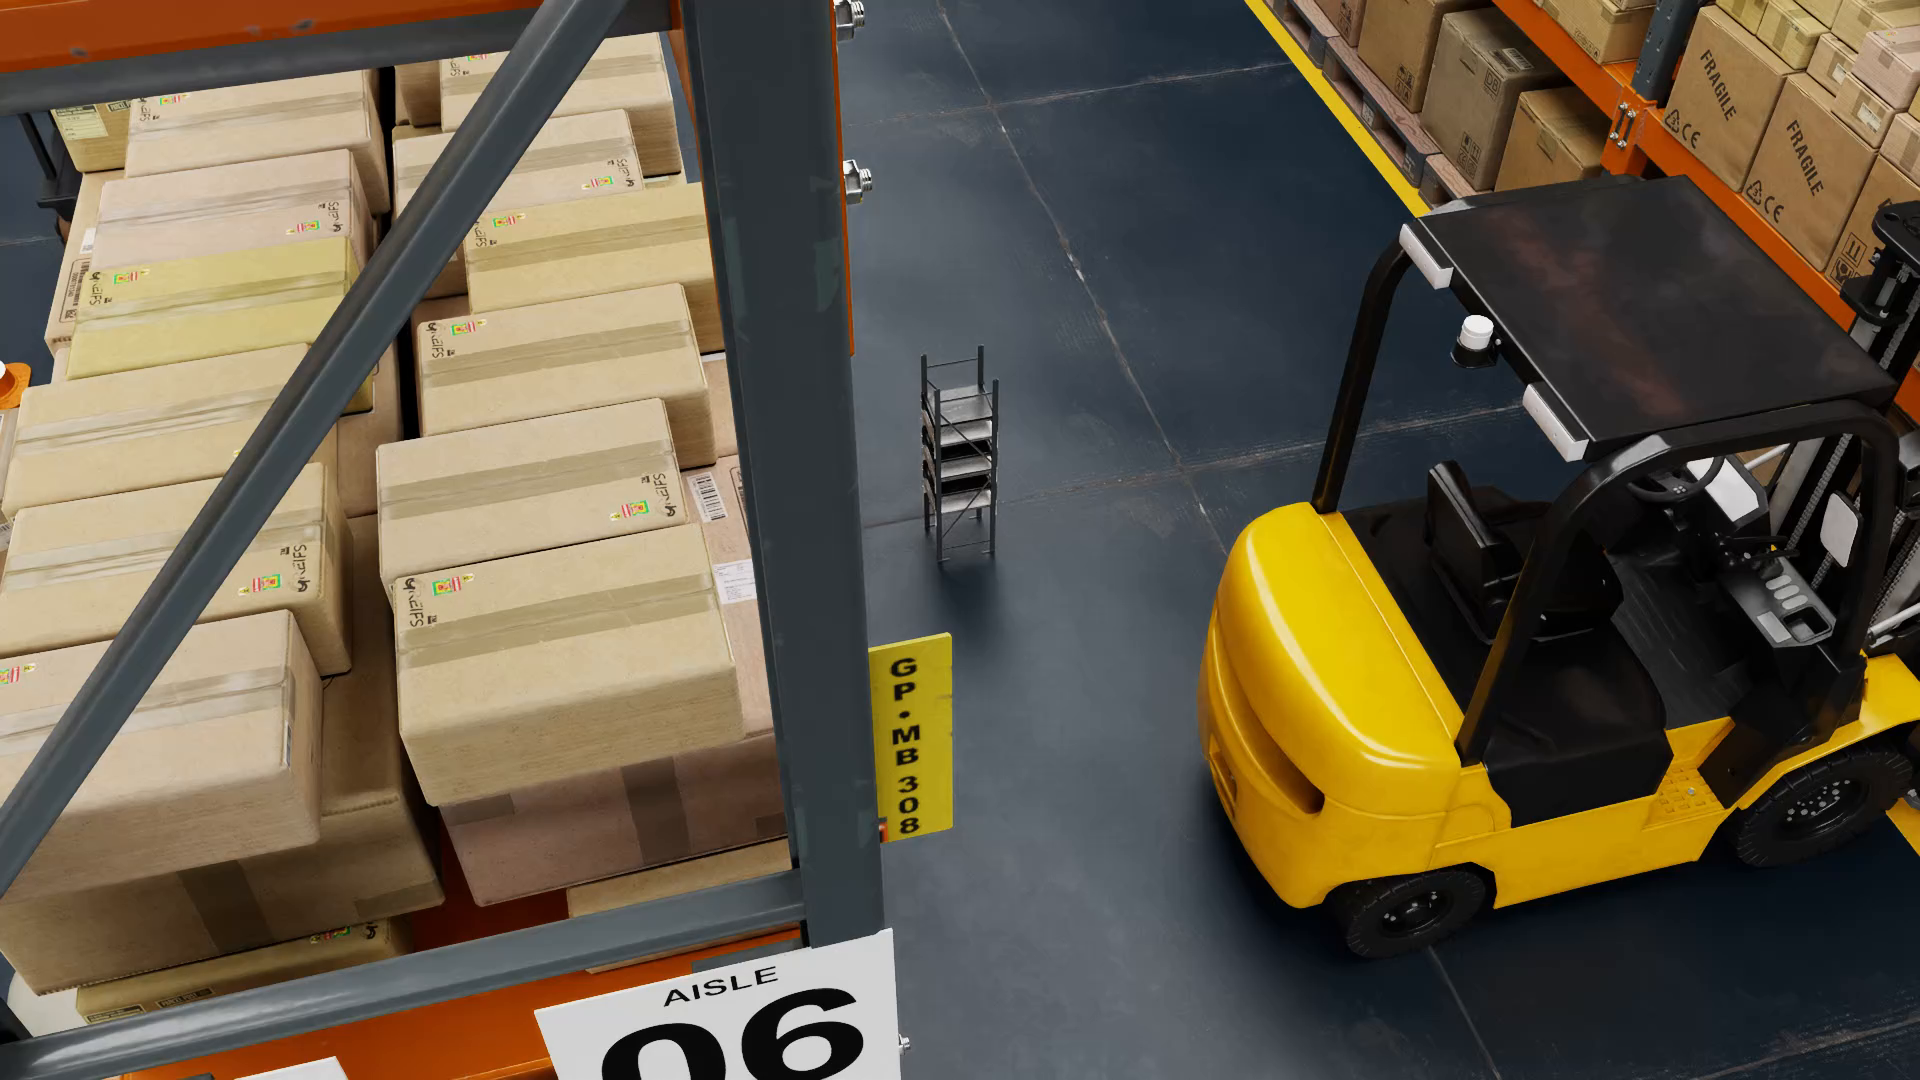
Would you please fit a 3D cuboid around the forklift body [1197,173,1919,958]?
[{"bbox_3d":[1.967,0.081,5.165,2.313,2.155,1.214,-11,47,-10],"label":"forklift body"}]

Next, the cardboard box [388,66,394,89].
[{"bbox_3d":[-1.501,-1.137,3.561,0.500,0.250,0.500,-10,46,-10],"label":"cardboard box"}]

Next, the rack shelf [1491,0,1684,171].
[{"bbox_3d":[2.680,-3.131,8.222,1.077,0.370,4.000,-11,47,-10],"label":"rack shelf"}]

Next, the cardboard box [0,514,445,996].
[{"bbox_3d":[-0.973,0.264,2.188,0.500,0.250,0.500,-11,47,-11],"label":"cardboard box"}]

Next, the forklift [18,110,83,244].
[{"bbox_3d":[-3.928,-2.783,7.425,1.130,2.935,3.031,-10,46,-10],"label":"forklift"}]

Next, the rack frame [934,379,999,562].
[{"bbox_3d":[0.024,-0.250,6.365,0.240,0.900,0.006,-11,47,-10],"label":"rack frame"}]

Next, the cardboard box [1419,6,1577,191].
[{"bbox_3d":[2.856,-2.214,8.188,0.875,0.625,0.625,-11,47,-11],"label":"cardboard box"}]

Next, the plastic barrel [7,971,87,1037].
[{"bbox_3d":[-2.574,1.422,5.060,0.512,0.421,0.421,19,48,17],"label":"plastic barrel"}]

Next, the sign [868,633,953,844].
[{"bbox_3d":[-0.057,0.214,1.728,0.100,0.325,0.005,-11,47,-10],"label":"sign"}]

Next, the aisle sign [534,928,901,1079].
[{"bbox_3d":[-0.266,0.746,2.099,0.394,0.787,0.004,-11,47,-10],"label":"aisle sign"}]

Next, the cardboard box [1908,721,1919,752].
[{"bbox_3d":[3.553,0.616,5.677,0.500,0.250,0.500,-10,46,-10],"label":"cardboard box"}]

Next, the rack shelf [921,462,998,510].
[{"bbox_3d":[-0.002,-0.234,6.522,0.258,0.077,0.200,-11,47,-10],"label":"rack shelf"}]

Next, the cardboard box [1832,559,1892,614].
[{"bbox_3d":[3.394,0.074,5.858,0.500,0.250,0.500,-11,47,-10],"label":"cardboard box"}]

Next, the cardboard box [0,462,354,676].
[{"bbox_3d":[-0.982,0.064,2.105,0.380,0.149,0.250,-10,46,-10],"label":"cardboard box"}]

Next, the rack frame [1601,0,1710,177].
[{"bbox_3d":[3.192,-2.002,6.612,1.000,3.000,0.127,-11,47,-10],"label":"rack frame"}]

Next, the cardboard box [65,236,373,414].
[{"bbox_3d":[-1.081,-0.294,2.455,0.380,0.149,0.250,-10,46,-10],"label":"cardboard box"}]

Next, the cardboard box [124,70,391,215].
[{"bbox_3d":[-1.178,-0.649,2.803,0.380,0.149,0.250,-12,47,-11],"label":"cardboard box"}]

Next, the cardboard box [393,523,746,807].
[{"bbox_3d":[-0.475,0.146,2.024,0.380,0.149,0.250,-11,47,-11],"label":"cardboard box"}]

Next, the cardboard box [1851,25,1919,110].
[{"bbox_3d":[3.182,-1.559,5.445,0.380,0.149,0.250,-10,46,-9],"label":"cardboard box"}]

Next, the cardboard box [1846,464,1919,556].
[{"bbox_3d":[3.399,-0.085,5.665,0.500,0.250,0.500,-12,47,-11],"label":"cardboard box"}]

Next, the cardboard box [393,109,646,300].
[{"bbox_3d":[-0.708,-0.550,2.706,0.380,0.149,0.250,-11,47,-11],"label":"cardboard box"}]

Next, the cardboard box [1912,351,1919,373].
[{"bbox_3d":[3.441,-0.626,5.193,0.500,0.500,0.500,-10,46,-10],"label":"cardboard box"}]

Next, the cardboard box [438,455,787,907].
[{"bbox_3d":[-0.453,0.172,2.278,0.500,0.250,0.500,-11,47,-11],"label":"cardboard box"}]

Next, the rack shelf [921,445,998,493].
[{"bbox_3d":[-0.002,-0.297,6.458,0.258,0.077,0.200,-11,47,-10],"label":"rack shelf"}]

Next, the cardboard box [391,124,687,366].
[{"bbox_3d":[-0.728,-0.530,2.965,0.500,0.250,0.500,-9,46,-9],"label":"cardboard box"}]

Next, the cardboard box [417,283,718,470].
[{"bbox_3d":[-0.560,-0.209,2.372,0.380,0.149,0.250,-11,47,-10],"label":"cardboard box"}]

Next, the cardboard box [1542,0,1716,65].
[{"bbox_3d":[2.810,-2.250,6.960,0.500,0.250,0.500,-10,46,-9],"label":"cardboard box"}]

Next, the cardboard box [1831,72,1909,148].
[{"bbox_3d":[3.172,-1.459,5.555,0.380,0.149,0.250,-10,46,-9],"label":"cardboard box"}]

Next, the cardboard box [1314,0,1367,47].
[{"bbox_3d":[2.489,-3.197,9.152,0.875,0.625,0.625,-9,46,-9],"label":"cardboard box"}]

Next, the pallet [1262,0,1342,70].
[{"bbox_3d":[2.341,-3.212,9.750,1.003,0.211,1.213,-11,47,-10],"label":"pallet"}]

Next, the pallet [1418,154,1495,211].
[{"bbox_3d":[2.966,-1.528,8.100,1.003,0.211,1.213,-11,47,-10],"label":"pallet"}]

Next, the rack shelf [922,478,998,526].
[{"bbox_3d":[-0.002,-0.171,6.586,0.258,0.077,0.200,-11,47,-10],"label":"rack shelf"}]

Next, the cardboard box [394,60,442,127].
[{"bbox_3d":[-0.835,-0.911,3.060,0.380,0.149,0.250,-10,46,-9],"label":"cardboard box"}]

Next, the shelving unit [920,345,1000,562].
[{"bbox_3d":[-0.002,-0.321,6.434,0.258,0.900,0.210,-11,47,-10],"label":"shelving unit"}]

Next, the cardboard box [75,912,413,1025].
[{"bbox_3d":[-0.943,0.512,2.223,0.380,0.149,0.250,-11,47,-10],"label":"cardboard box"}]

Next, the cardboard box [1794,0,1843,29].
[{"bbox_3d":[3.158,-1.933,5.812,0.380,0.149,0.250,-10,46,-10],"label":"cardboard box"}]

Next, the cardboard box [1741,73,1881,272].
[{"bbox_3d":[3.202,-1.327,5.880,0.500,0.500,0.500,-10,46,-10],"label":"cardboard box"}]

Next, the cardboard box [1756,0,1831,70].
[{"bbox_3d":[3.087,-1.818,5.907,0.380,0.149,0.250,-10,46,-9],"label":"cardboard box"}]

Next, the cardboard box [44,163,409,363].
[{"bbox_3d":[-1.238,-0.441,2.878,0.500,0.250,0.500,-10,46,-9],"label":"cardboard box"}]

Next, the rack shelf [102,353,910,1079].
[{"bbox_3d":[-1.093,-0.510,3.553,1.077,0.370,4.000,-11,47,-10],"label":"rack shelf"}]
